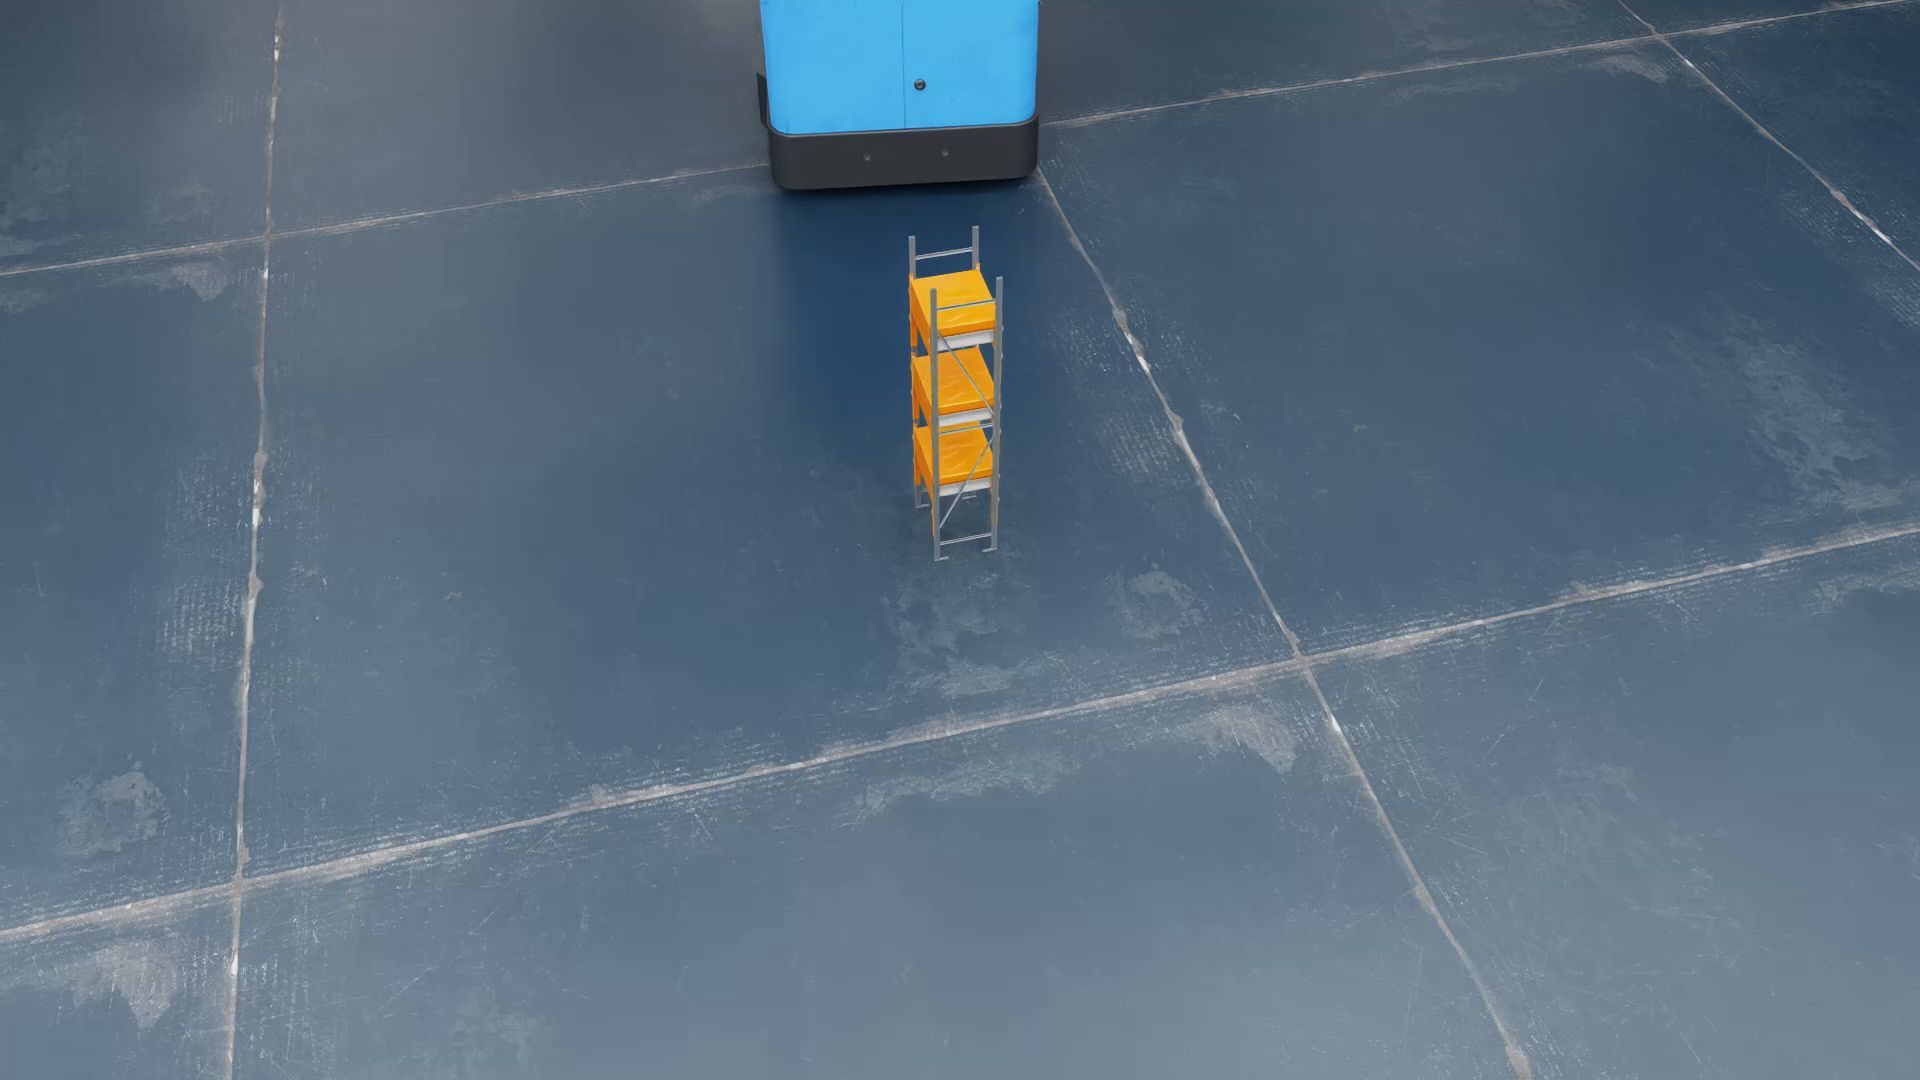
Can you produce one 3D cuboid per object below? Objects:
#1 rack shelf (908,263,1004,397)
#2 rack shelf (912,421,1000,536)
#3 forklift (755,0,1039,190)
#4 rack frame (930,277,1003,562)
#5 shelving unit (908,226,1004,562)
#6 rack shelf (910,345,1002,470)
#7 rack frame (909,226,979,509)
[{"bbox_3d":[-0.014,-0.596,4.716,0.215,0.259,0.240,-11,47,-10],"label":"rack shelf"},{"bbox_3d":[-0.014,-0.202,5.117,0.215,0.259,0.240,-11,47,-10],"label":"rack shelf"},{"bbox_3d":[-0.350,-3.445,6.574,1.130,2.935,3.031,-4,46,-4],"label":"forklift"},{"bbox_3d":[0.018,-0.320,4.829,0.200,1.050,0.008,-11,47,-10],"label":"rack frame"},{"bbox_3d":[-0.014,-0.404,4.911,0.215,1.050,0.252,-11,47,-10],"label":"shelving unit"},{"bbox_3d":[-0.014,-0.397,4.919,0.215,0.259,0.240,-11,47,-10],"label":"rack shelf"},{"bbox_3d":[-0.045,-0.489,4.994,0.200,1.050,0.008,-11,47,-10],"label":"rack frame"}]
